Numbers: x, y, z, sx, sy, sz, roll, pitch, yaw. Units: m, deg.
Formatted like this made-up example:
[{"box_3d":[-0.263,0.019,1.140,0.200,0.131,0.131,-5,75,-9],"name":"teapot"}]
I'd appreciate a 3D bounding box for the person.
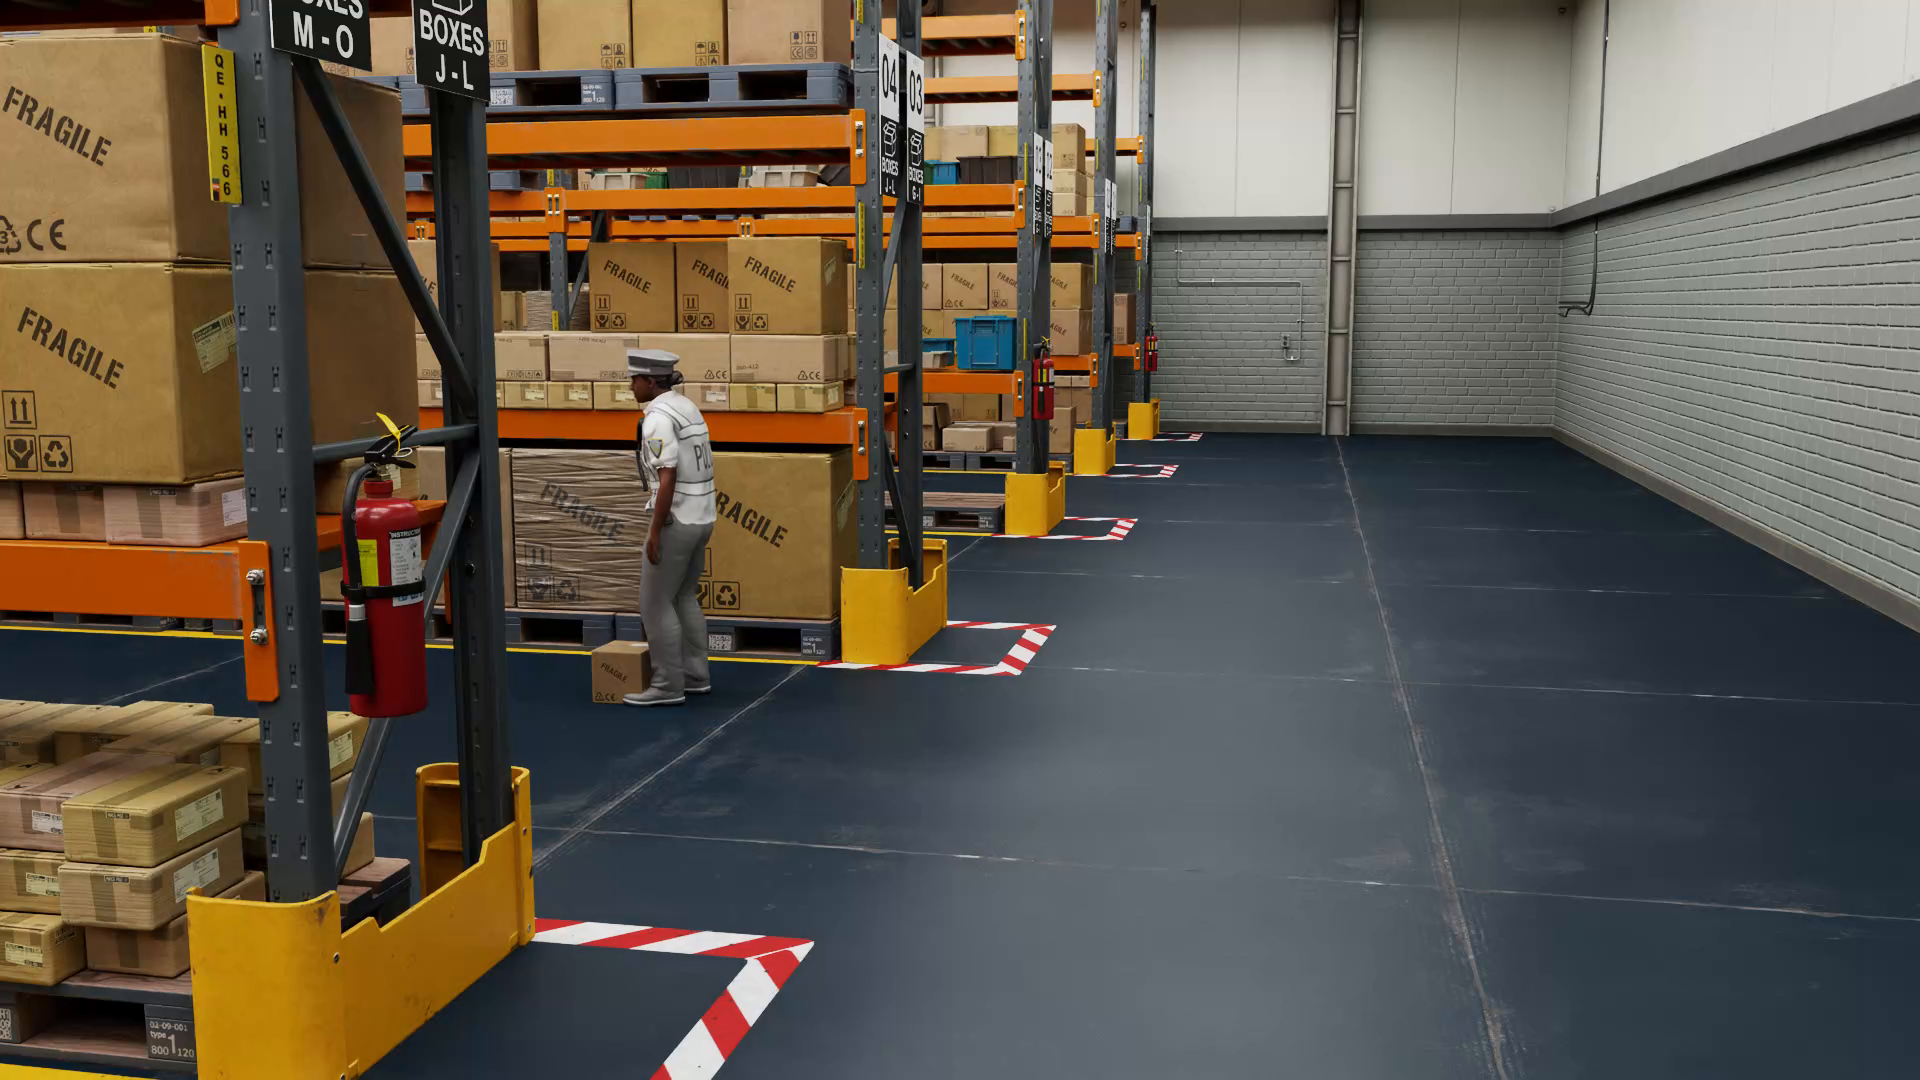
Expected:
[{"box_3d":[-1.359,-0.063,7.766,0.427,1.658,0.526,1,8,8],"name":"person"}]
